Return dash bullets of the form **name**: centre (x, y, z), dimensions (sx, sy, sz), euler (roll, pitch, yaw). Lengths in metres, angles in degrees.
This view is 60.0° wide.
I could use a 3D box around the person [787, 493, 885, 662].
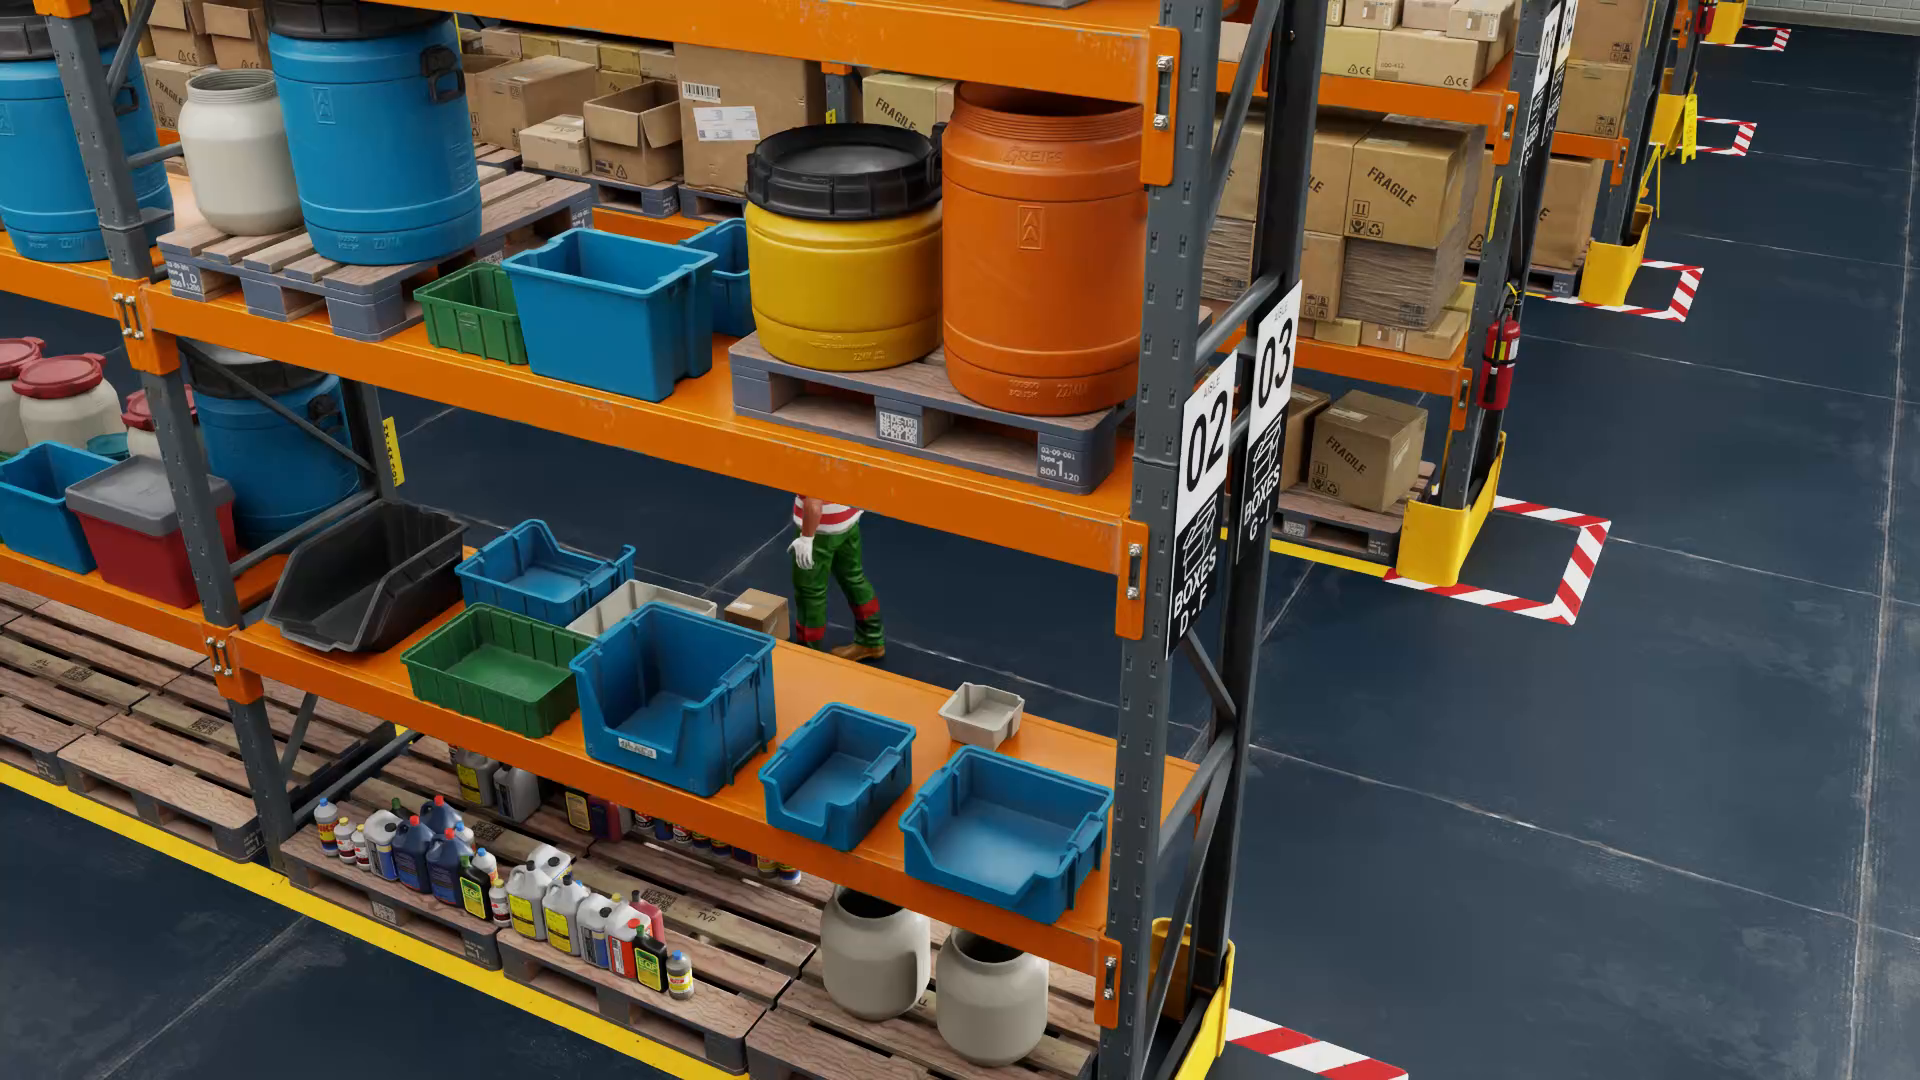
- **person**: centre (-0.732, -0.114, 8.463), dimensions (0.554, 1.791, 0.575), euler (12, 32, 20)
